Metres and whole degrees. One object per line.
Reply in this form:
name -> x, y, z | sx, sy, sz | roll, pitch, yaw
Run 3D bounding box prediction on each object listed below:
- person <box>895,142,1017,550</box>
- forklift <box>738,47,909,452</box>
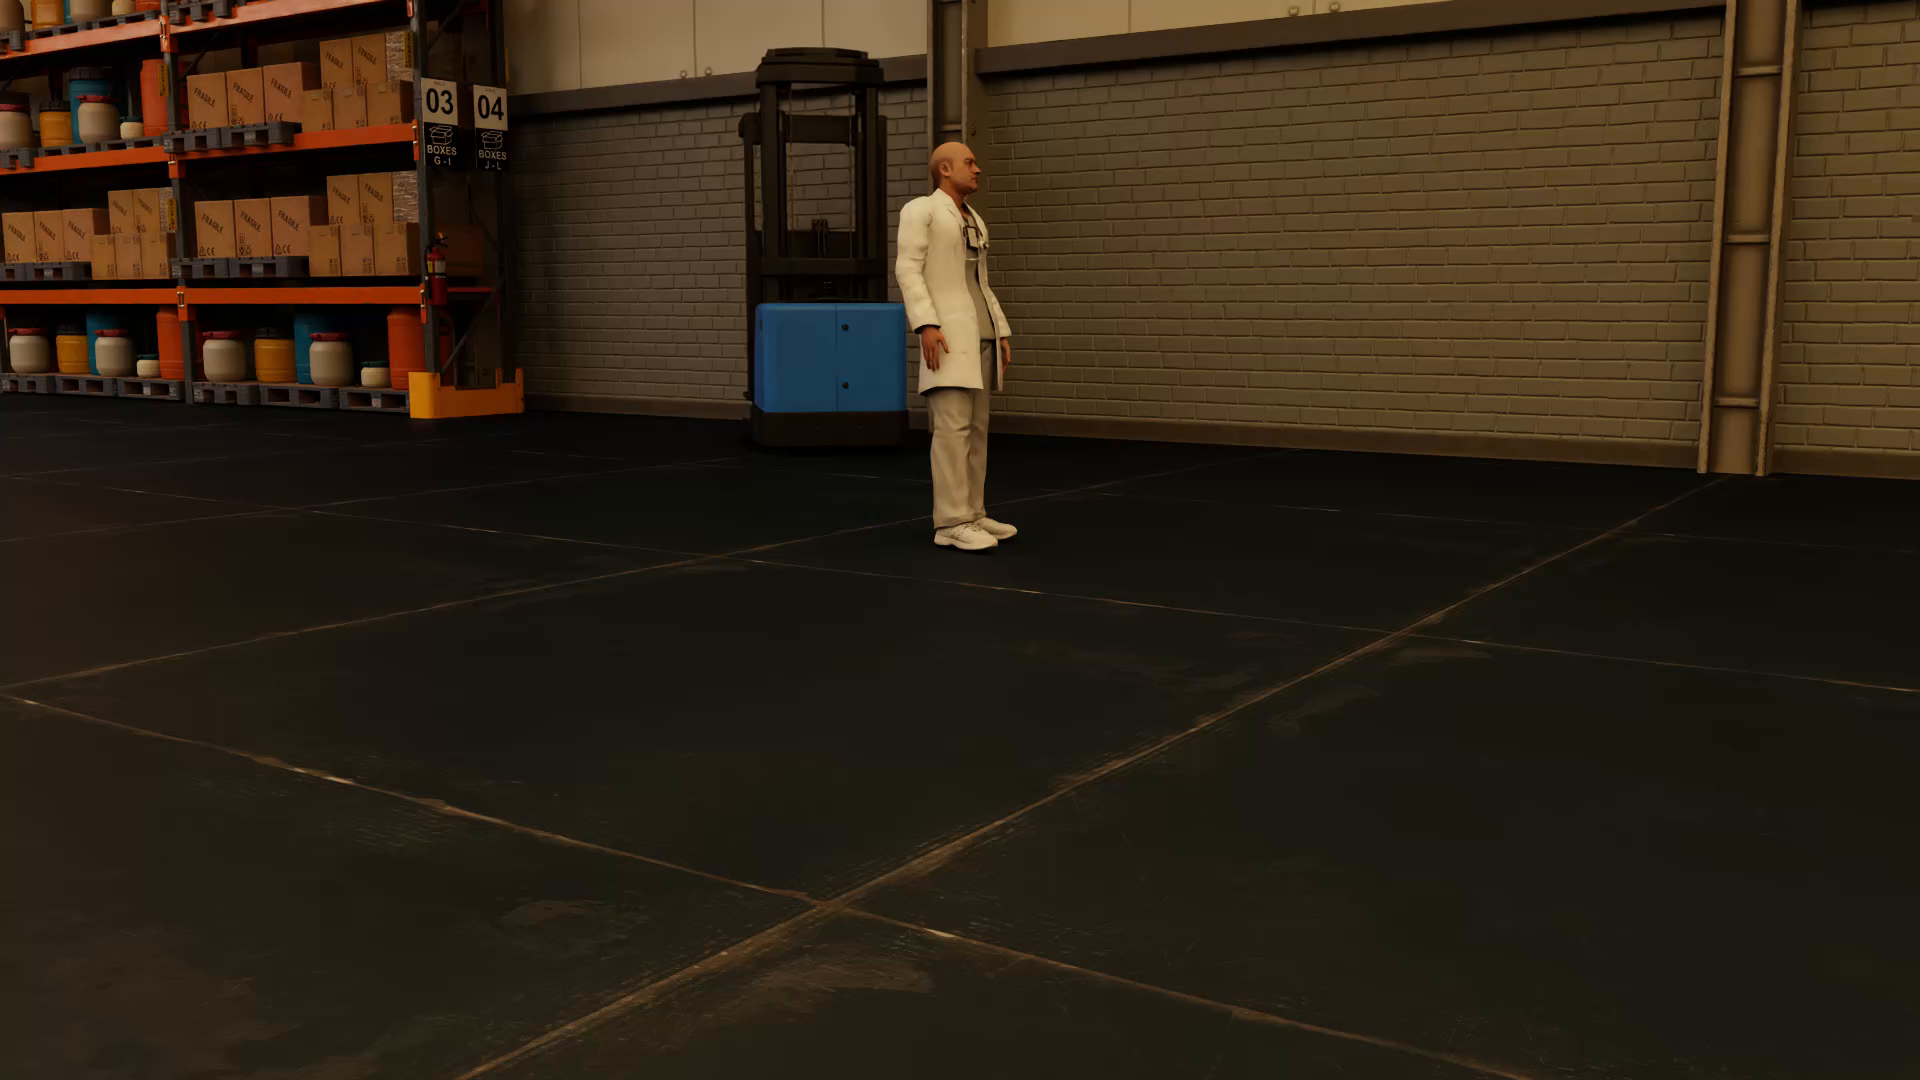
person -> 0.072, -0.880, 7.423 | 0.581, 1.776, 0.696 | 5, 10, 34
forklift -> -1.150, -2.257, 13.064 | 1.130, 2.935, 3.031 | -2, 8, -11
